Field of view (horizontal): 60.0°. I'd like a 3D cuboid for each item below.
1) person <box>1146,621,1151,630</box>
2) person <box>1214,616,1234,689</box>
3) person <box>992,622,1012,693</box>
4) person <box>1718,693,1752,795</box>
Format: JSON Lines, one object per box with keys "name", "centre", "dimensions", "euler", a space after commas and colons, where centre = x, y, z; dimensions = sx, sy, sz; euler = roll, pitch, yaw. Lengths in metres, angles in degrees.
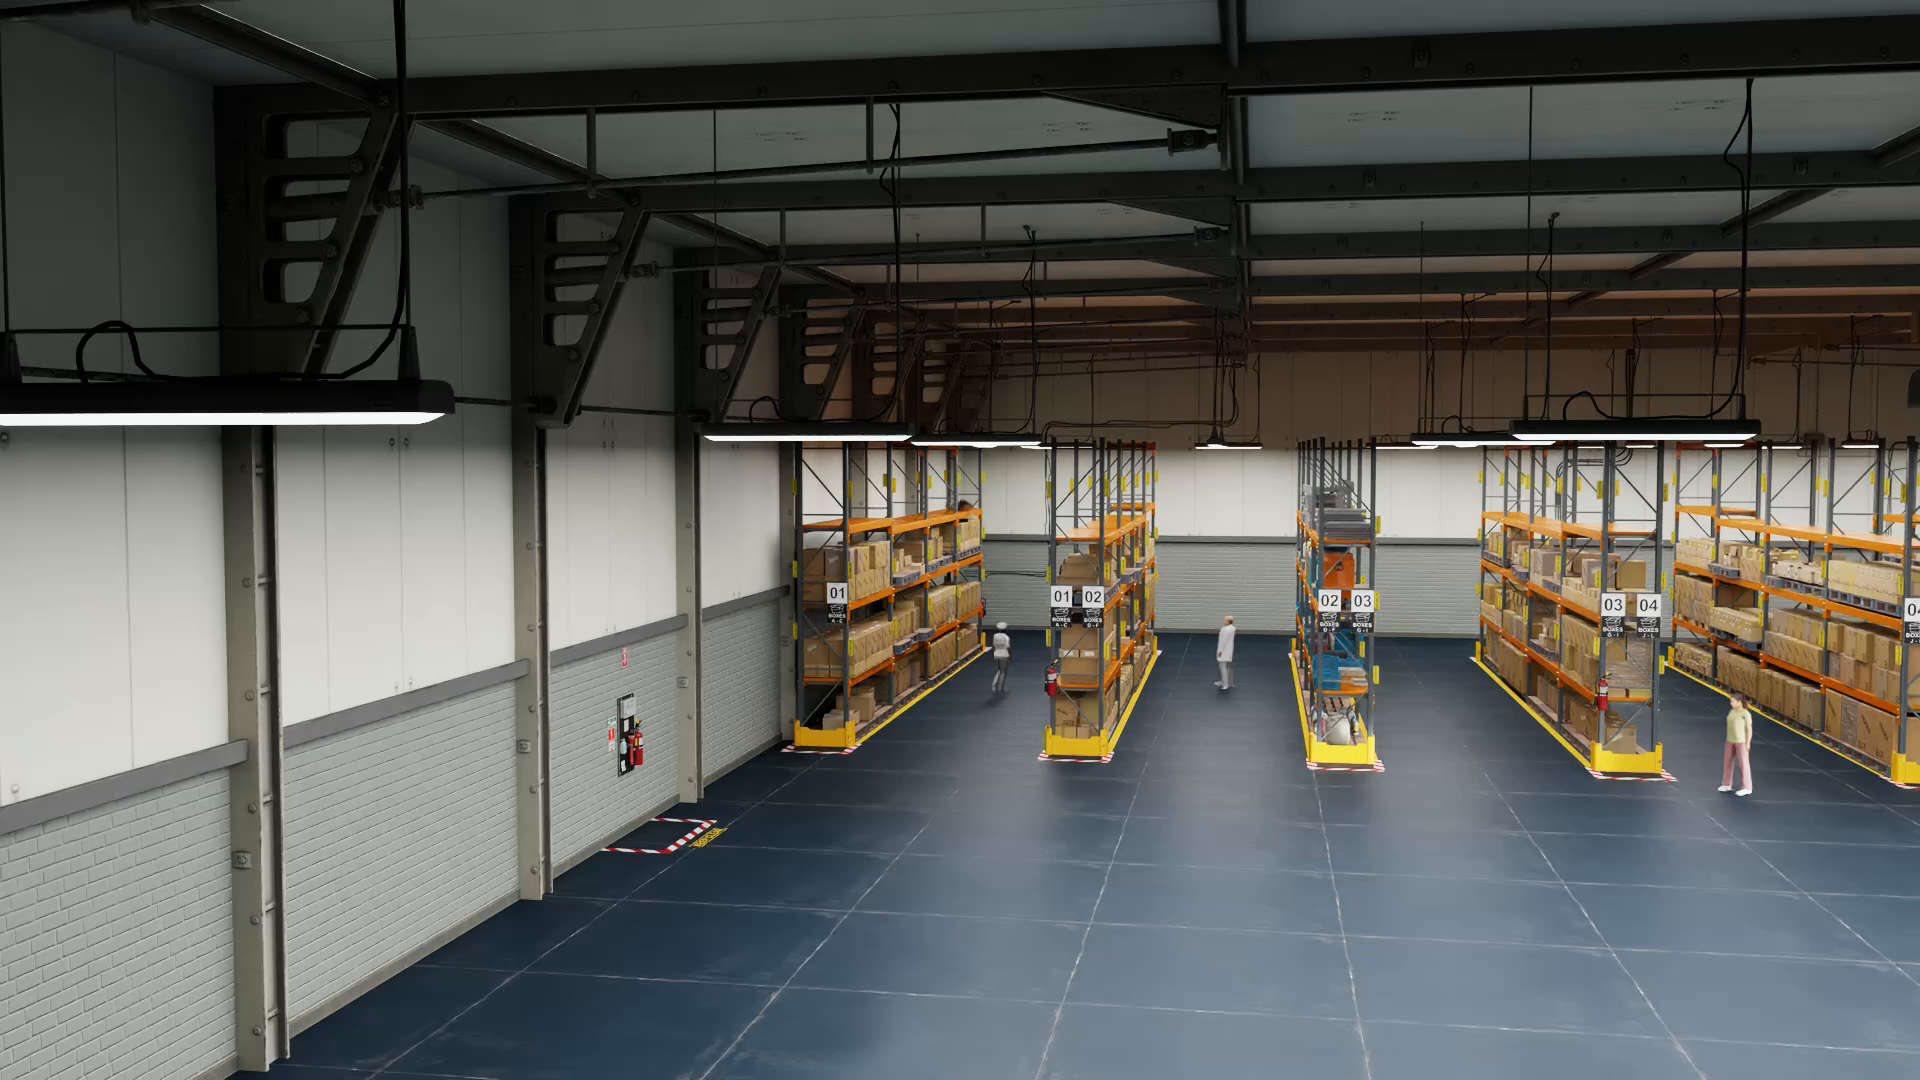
{"name": "person", "centre": [5.510, 2.318, 49.739], "dimensions": [0.552, 1.543, 0.912], "euler": [-1, 3, -22]}
{"name": "person", "centre": [6.369, 2.712, 40.396], "dimensions": [0.607, 1.777, 0.664], "euler": [-3, 4, -43]}
{"name": "person", "centre": [1.009, 2.785, 39.320], "dimensions": [0.447, 1.694, 0.449], "euler": [-3, 4, -42]}
{"name": "person", "centre": [13.010, 3.401, 27.902], "dimensions": [0.423, 1.675, 0.518], "euler": [-2, 3, -27]}
